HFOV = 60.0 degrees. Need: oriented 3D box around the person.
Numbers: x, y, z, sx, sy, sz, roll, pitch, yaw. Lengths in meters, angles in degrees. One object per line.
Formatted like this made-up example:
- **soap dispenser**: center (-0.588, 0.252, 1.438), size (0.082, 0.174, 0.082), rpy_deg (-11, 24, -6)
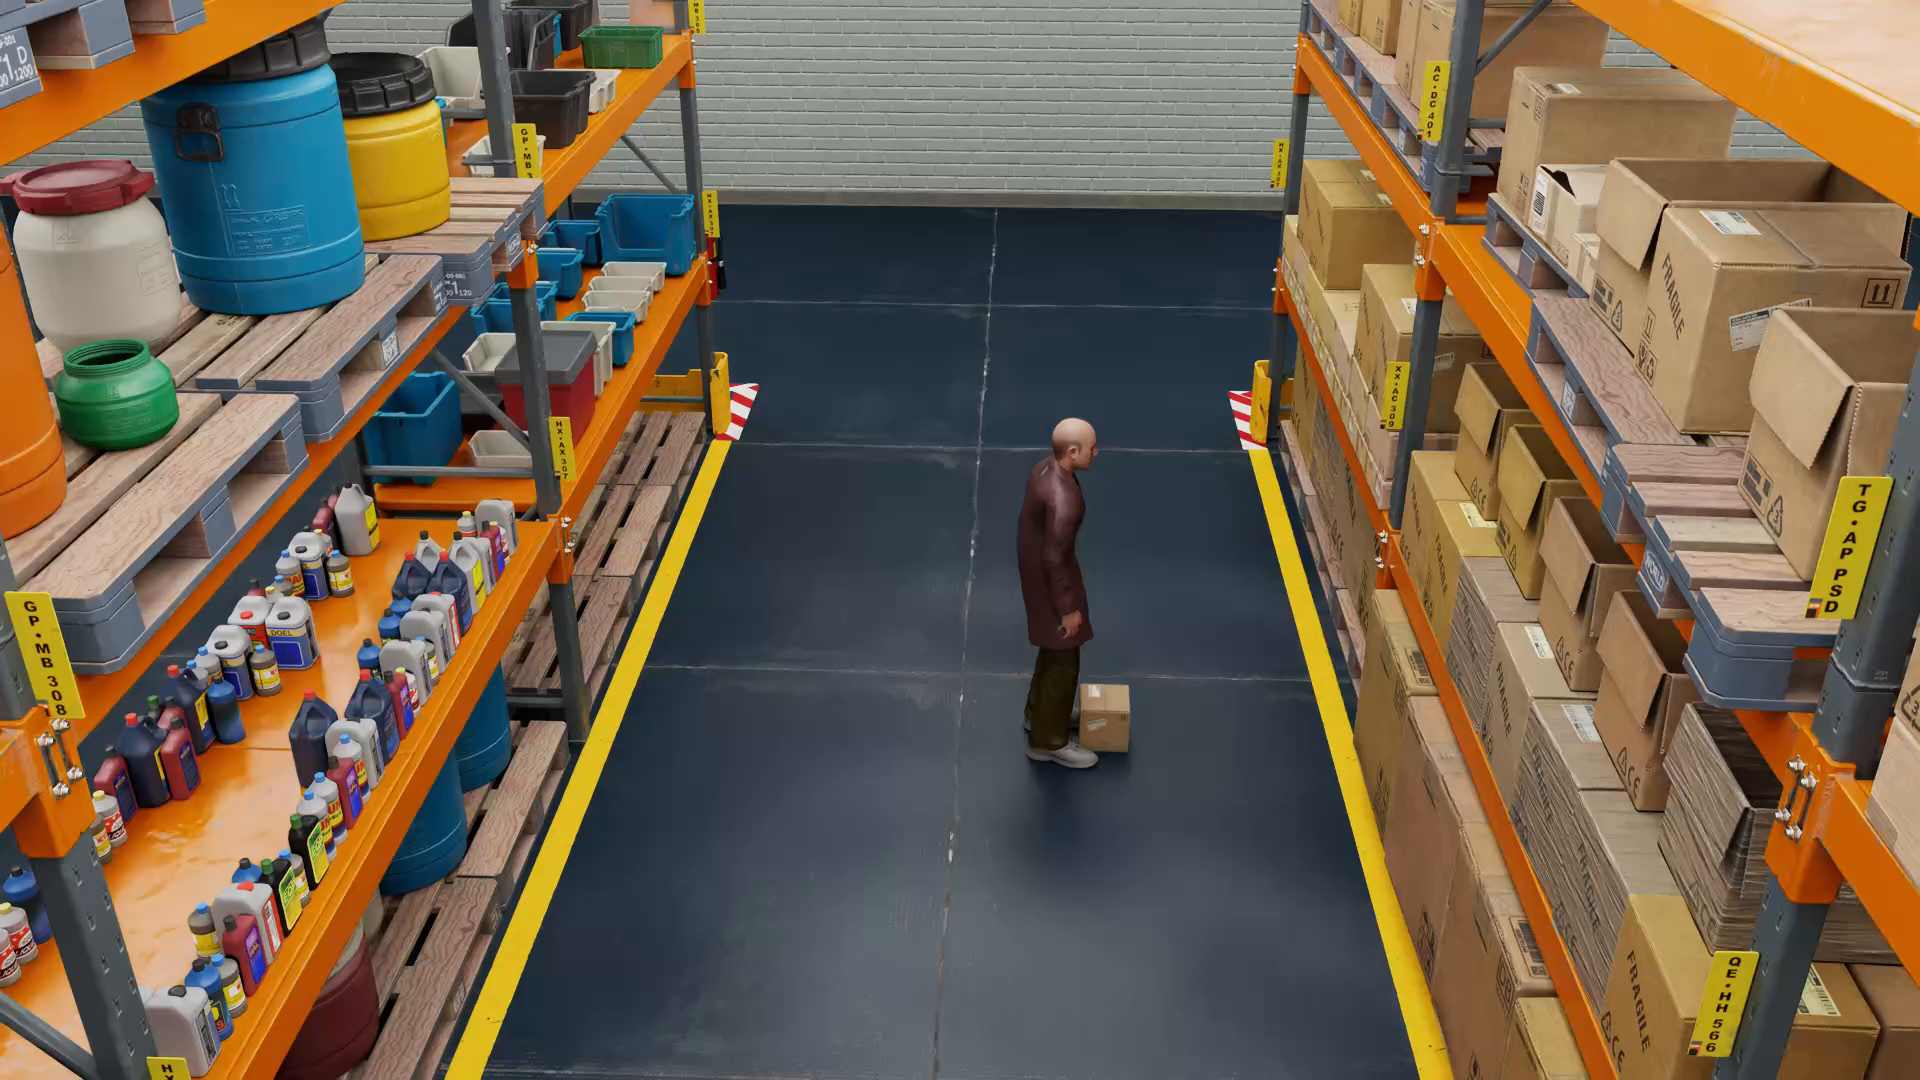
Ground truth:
- **person**: center (0.489, 0.232, 8.195), size (0.429, 1.772, 0.647), rpy_deg (-1, 28, -1)
